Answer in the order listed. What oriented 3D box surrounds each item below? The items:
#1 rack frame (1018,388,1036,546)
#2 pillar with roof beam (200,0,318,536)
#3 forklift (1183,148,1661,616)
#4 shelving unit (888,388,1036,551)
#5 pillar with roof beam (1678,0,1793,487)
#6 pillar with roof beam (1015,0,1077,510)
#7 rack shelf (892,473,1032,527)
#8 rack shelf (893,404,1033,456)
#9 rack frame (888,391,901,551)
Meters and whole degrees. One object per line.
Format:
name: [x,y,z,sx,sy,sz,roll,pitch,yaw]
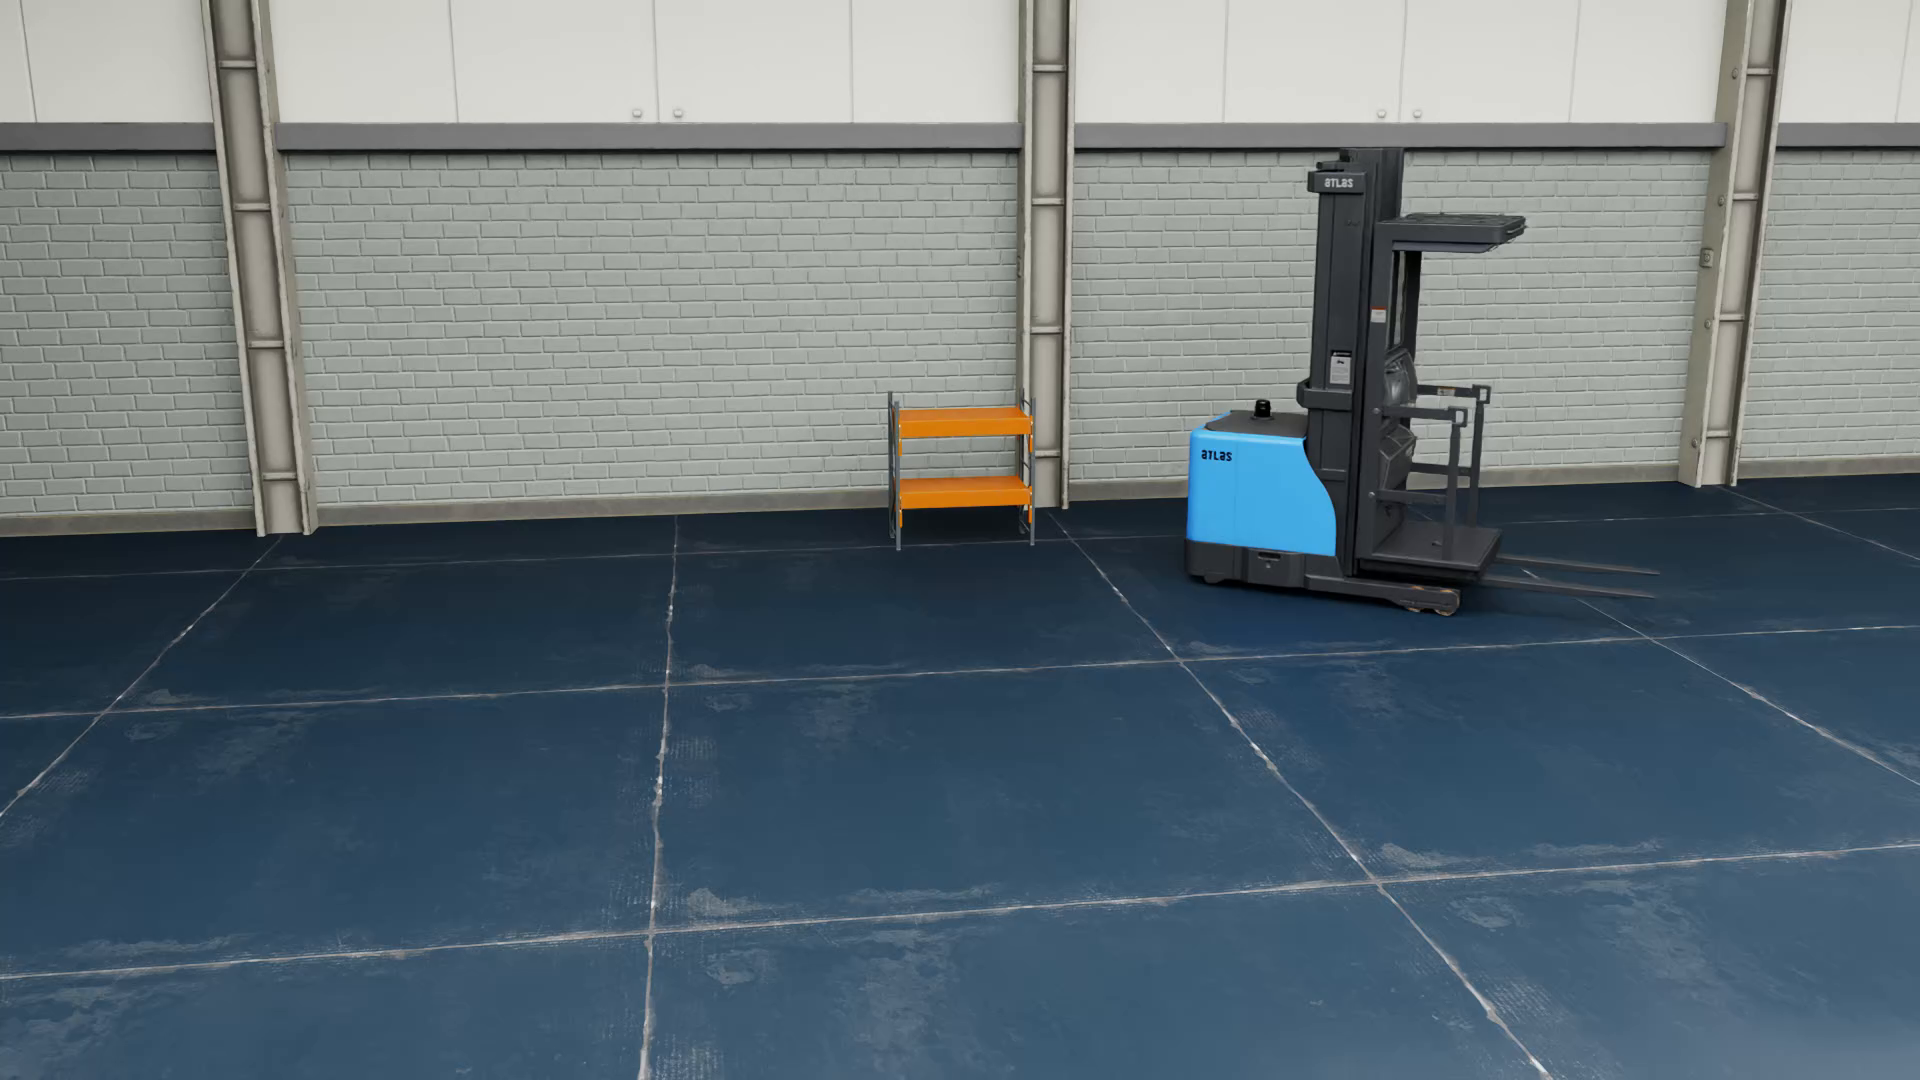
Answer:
rack frame: [0.509,-0.564,12.659,0.032,1.125,0.500,-2,14,-8]
pillar with roof beam: [-4.612,-3.401,7.783,0.400,9.000,9.100,-2,14,-8]
forklift: [3.110,-1.079,11.000,3.031,2.935,1.130,7,16,24]
shelving unit: [0.007,-0.546,12.586,1.048,1.125,0.538,-2,14,-8]
pillar with roof beam: [7.254,-3.836,9.517,0.400,9.000,9.100,-2,14,-8]
pillar with roof beam: [1.321,-3.618,8.650,0.400,9.000,9.100,-2,14,-8]
rack shelf: [0.007,-0.309,12.645,1.000,0.278,0.538,-2,14,-8]
rack shelf: [0.007,-0.830,12.515,1.000,0.278,0.538,-2,14,-8]
rack frame: [-0.496,-0.527,12.513,0.032,1.125,0.500,-2,14,-8]
